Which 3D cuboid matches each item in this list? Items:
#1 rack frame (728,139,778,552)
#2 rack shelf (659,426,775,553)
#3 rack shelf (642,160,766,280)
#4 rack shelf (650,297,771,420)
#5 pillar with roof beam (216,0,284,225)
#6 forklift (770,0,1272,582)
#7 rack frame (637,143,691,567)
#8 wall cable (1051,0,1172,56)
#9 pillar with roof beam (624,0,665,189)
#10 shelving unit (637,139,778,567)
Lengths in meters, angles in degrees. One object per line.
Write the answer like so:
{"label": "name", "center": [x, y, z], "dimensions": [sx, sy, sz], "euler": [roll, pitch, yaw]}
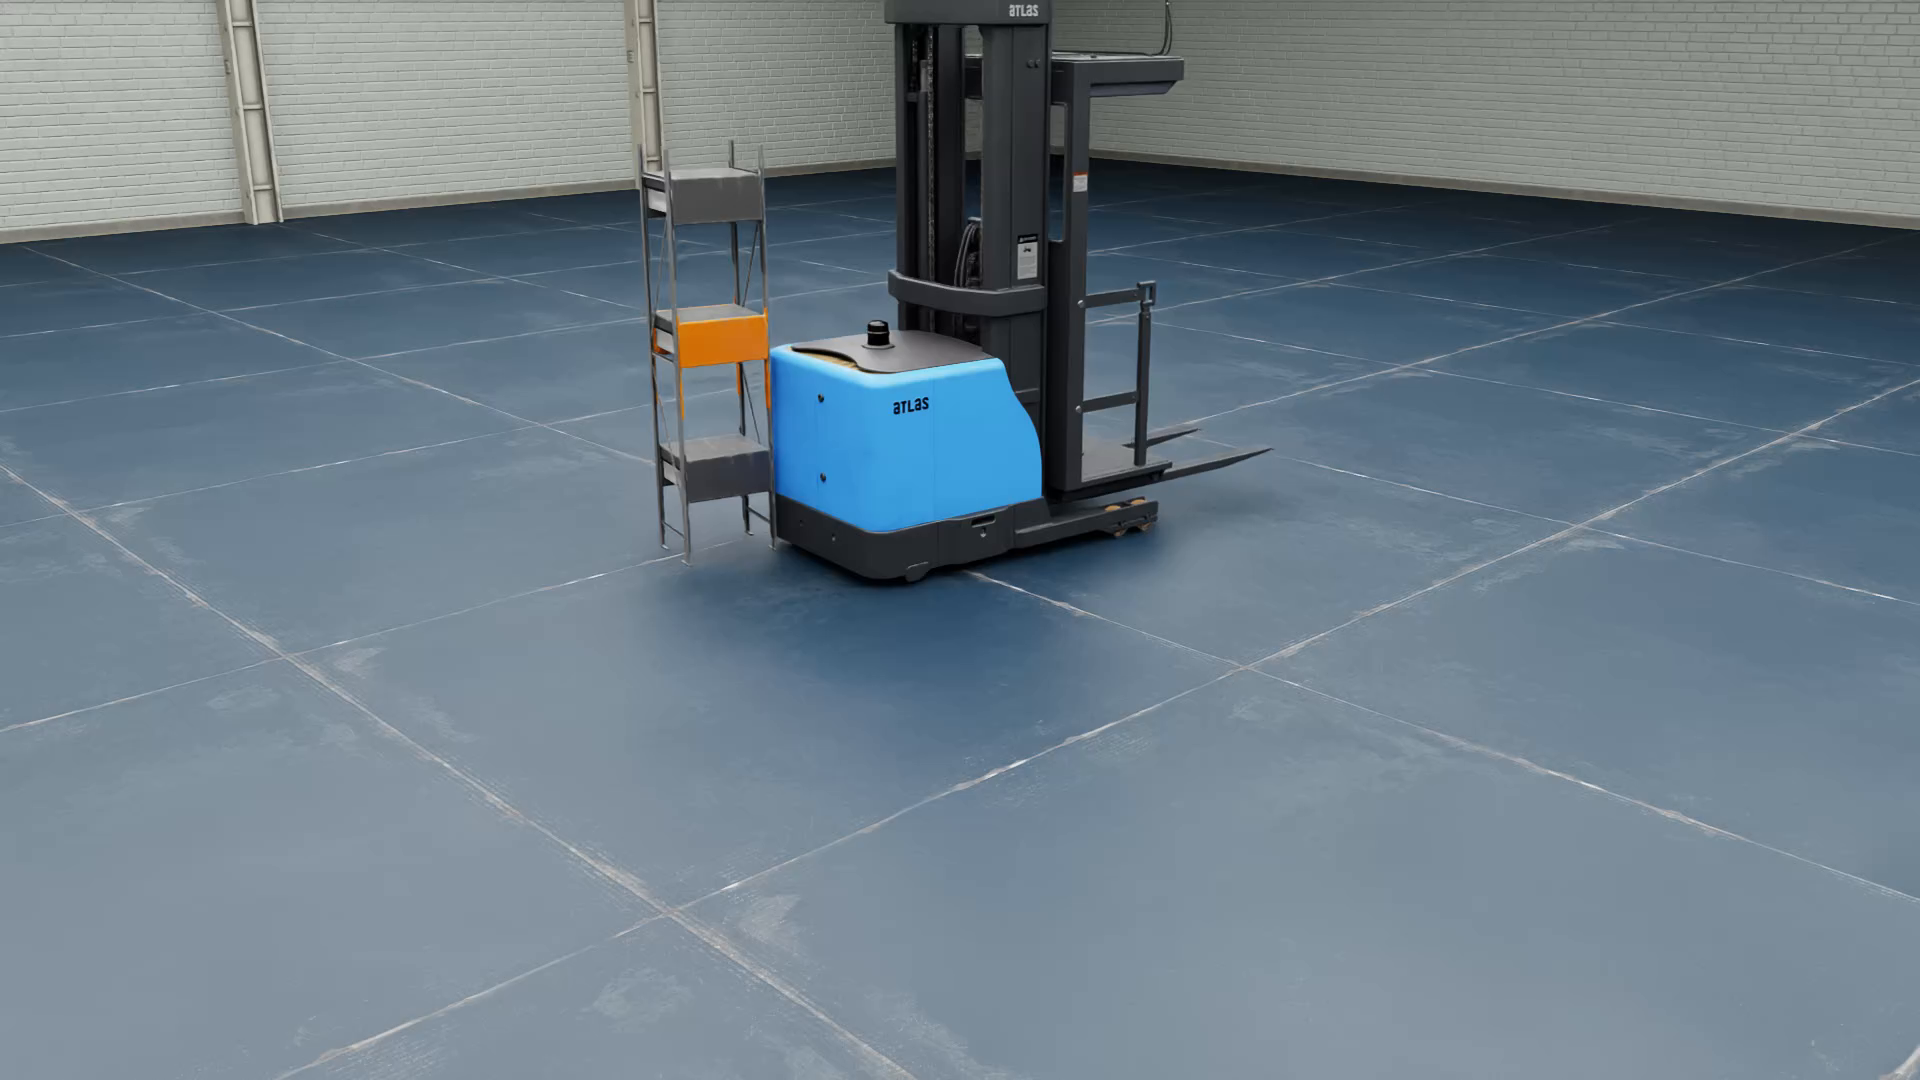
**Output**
{"label": "rack frame", "center": [-1.073, -0.990, 8.633], "dimensions": [0.015, 2.100, 0.400], "euler": [-10, 21, -29]}
{"label": "rack shelf", "center": [-1.283, -0.273, 8.736], "dimensions": [0.480, 0.518, 0.431], "euler": [-10, 21, -29]}
{"label": "rack shelf", "center": [-1.283, -1.605, 8.304], "dimensions": [0.480, 0.518, 0.431], "euler": [-10, 21, -29]}
{"label": "rack shelf", "center": [-1.283, -0.939, 8.520], "dimensions": [0.480, 0.518, 0.431], "euler": [-10, 21, -29]}
{"label": "pillar with roof beam", "center": [-6.200, -7.500, 17.525], "dimensions": [0.400, 9.000, 9.100], "euler": [-16, 24, -41]}
{"label": "forklift", "center": [0.471, -1.532, 8.956], "dimensions": [3.031, 2.935, 1.130], "euler": [-13, 22, -35]}
{"label": "rack frame", "center": [-1.494, -0.914, 8.399], "dimensions": [0.015, 2.100, 0.400], "euler": [-10, 21, -29]}
{"label": "wall cable", "center": [2.611, -9.858, 29.833], "dimensions": [0.112, 2.526, 3.097], "euler": [-16, 24, -41]}
{"label": "pillar with roof beam", "center": [-1.840, -8.771, 21.446], "dimensions": [0.400, 9.000, 9.100], "euler": [-16, 24, -41]}
{"label": "shelving unit", "center": [-1.283, -0.952, 8.516], "dimensions": [0.503, 2.100, 0.431], "euler": [-10, 21, -29]}
